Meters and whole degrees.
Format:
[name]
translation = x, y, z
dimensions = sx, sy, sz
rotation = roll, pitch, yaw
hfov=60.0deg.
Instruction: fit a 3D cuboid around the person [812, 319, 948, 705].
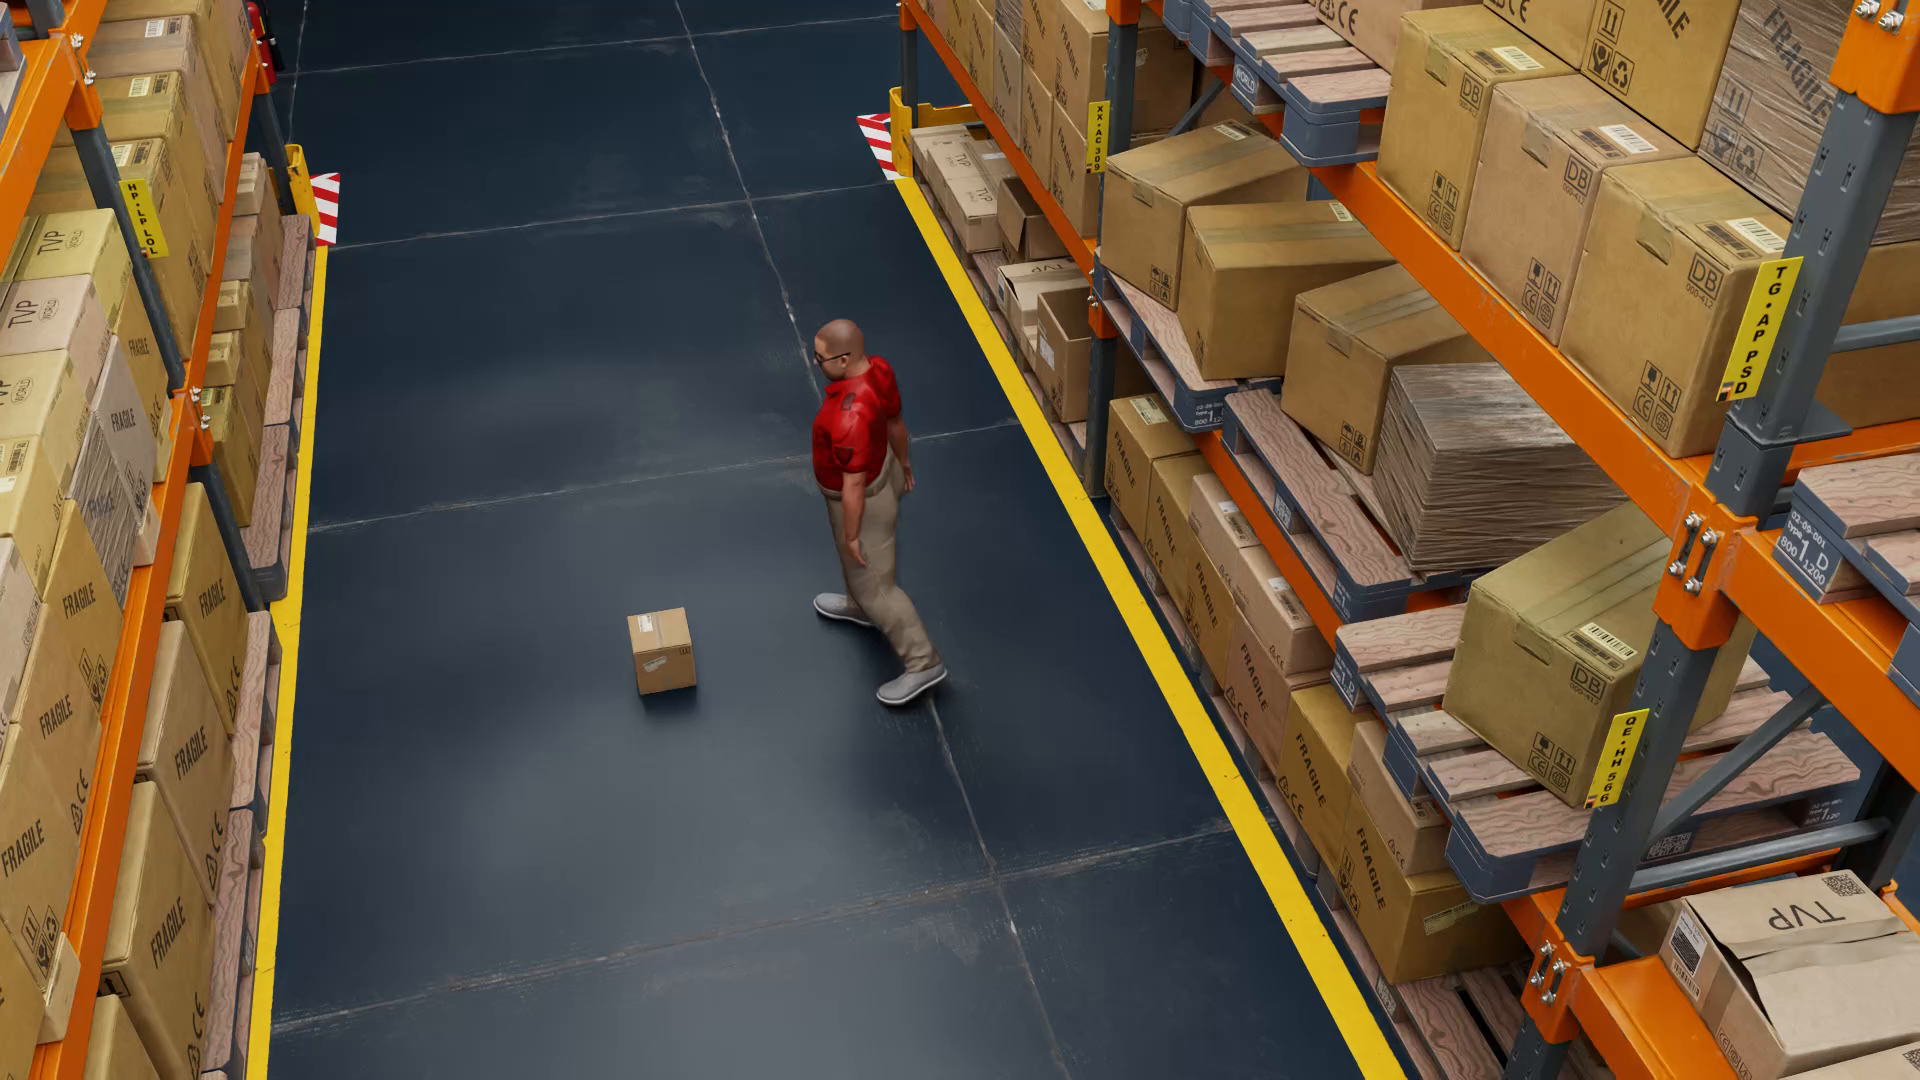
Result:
[person]
translation = -0.377, -0.158, 6.927
dimensions = 0.703, 1.702, 0.685
rotation = 6, 38, 8
